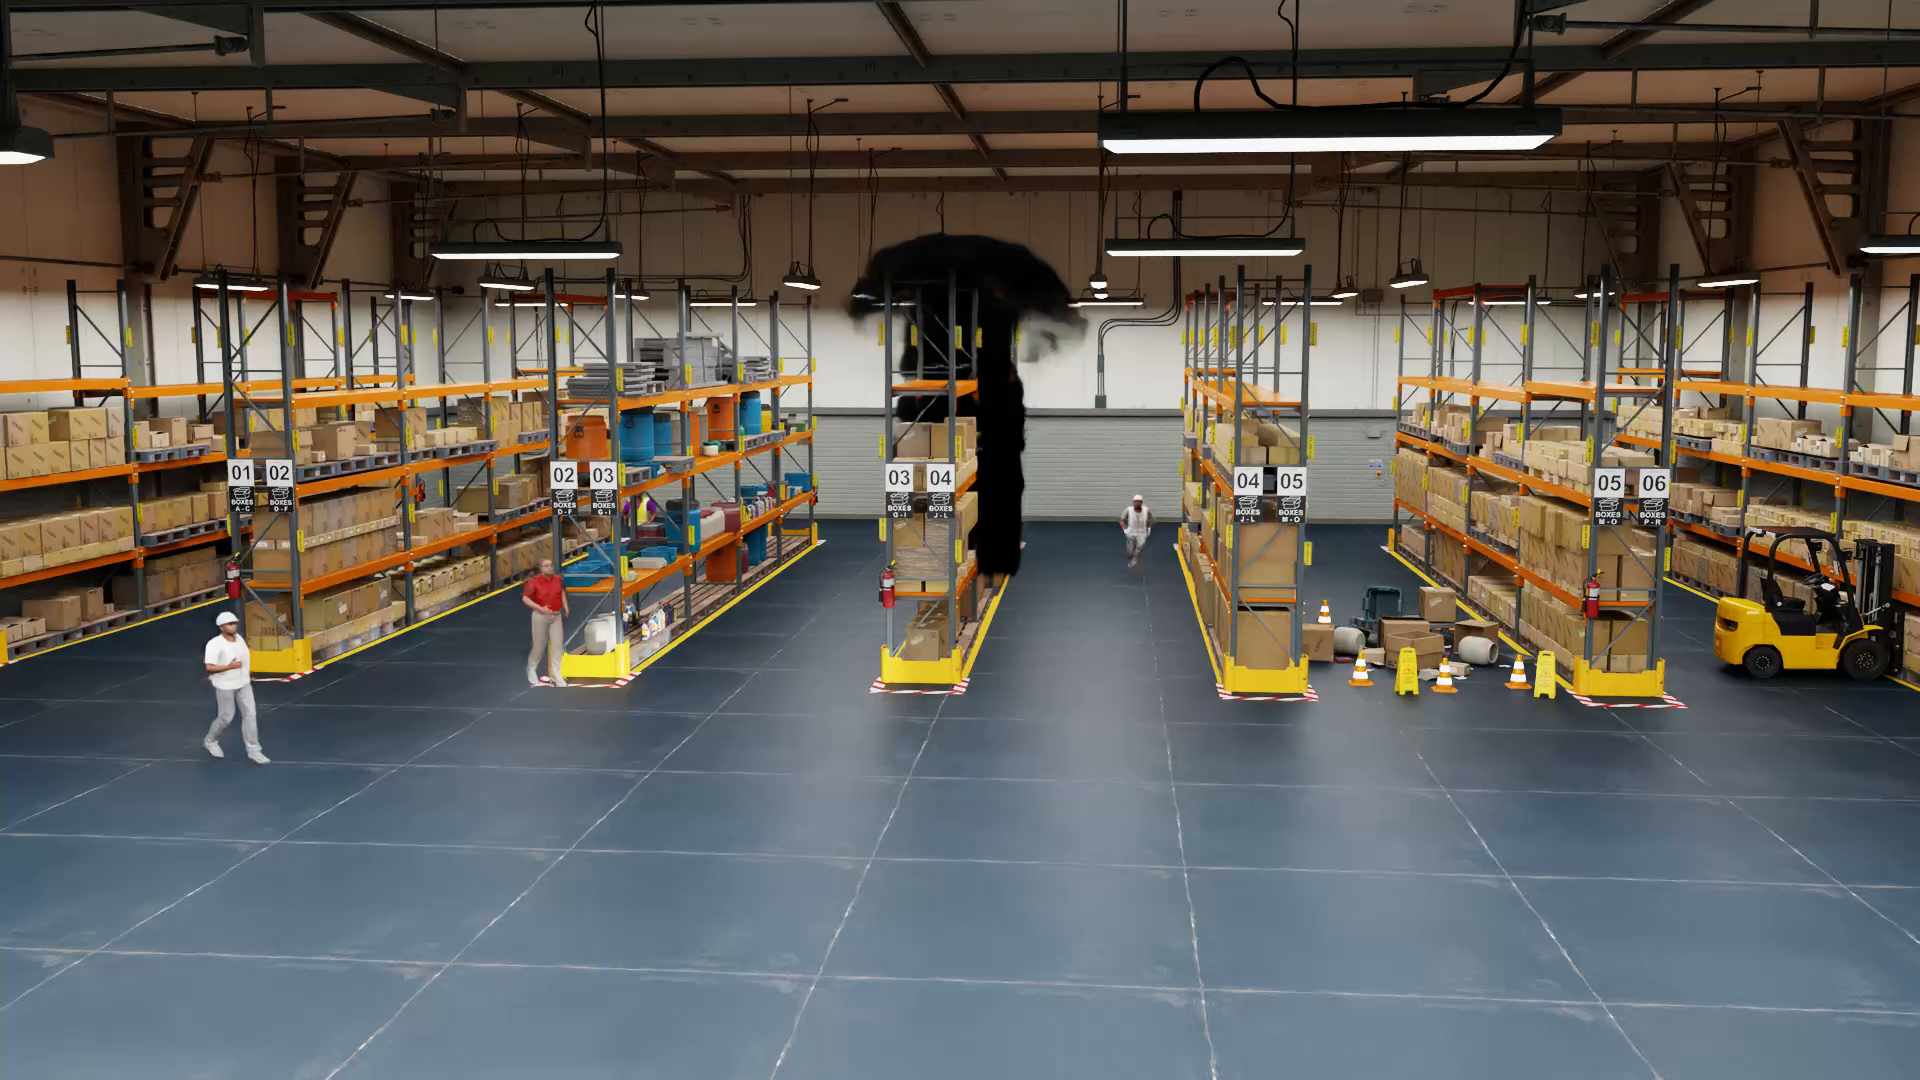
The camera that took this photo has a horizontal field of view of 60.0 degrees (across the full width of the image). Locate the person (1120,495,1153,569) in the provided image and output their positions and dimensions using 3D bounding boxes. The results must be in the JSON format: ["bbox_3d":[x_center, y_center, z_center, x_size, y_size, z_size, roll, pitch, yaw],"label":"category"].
[{"bbox_3d":[3.696,-0.150,34.805,0.706,1.618,0.895,0,7,0],"label":"person"}]

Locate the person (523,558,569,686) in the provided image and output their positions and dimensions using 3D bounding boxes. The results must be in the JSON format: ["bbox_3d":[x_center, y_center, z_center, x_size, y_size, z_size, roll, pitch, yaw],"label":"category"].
[{"bbox_3d":[-5.721,1.131,23.033,0.688,1.772,0.804,-6,9,-42],"label":"person"}]

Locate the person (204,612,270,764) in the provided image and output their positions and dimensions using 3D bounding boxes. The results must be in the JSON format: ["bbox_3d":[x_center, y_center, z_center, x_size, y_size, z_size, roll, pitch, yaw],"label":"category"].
[{"bbox_3d":[-8.556,1.732,19.553,0.891,1.788,0.688,3,8,25],"label":"person"}]

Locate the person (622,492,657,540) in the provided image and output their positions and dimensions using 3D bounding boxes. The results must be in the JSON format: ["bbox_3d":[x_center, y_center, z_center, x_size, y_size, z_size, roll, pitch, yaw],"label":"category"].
[{"bbox_3d":[-6.540,-0.250,33.853,0.696,1.732,0.558,0,7,-1],"label":"person"}]
